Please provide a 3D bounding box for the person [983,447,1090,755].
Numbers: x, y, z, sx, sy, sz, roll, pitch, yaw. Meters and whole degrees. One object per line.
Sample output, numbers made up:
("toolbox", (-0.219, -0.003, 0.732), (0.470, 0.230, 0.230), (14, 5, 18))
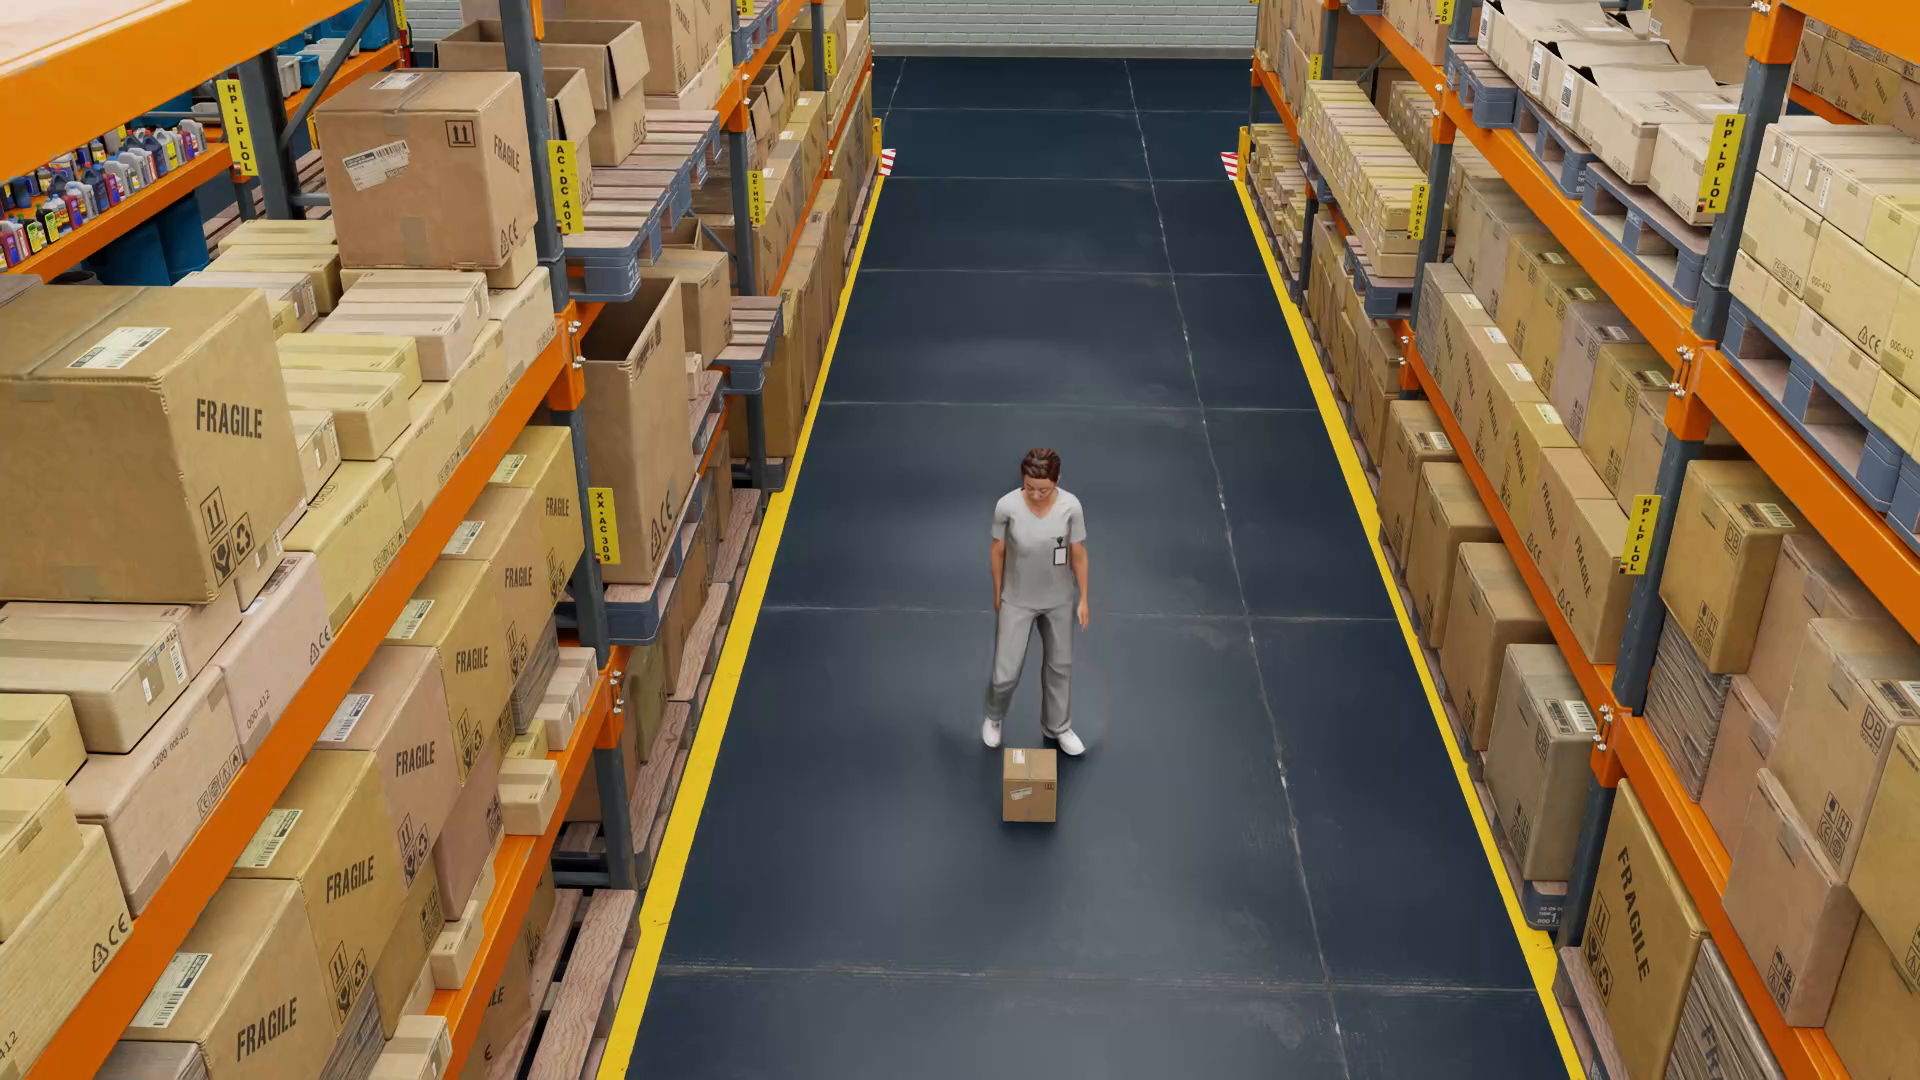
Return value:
("person", (0.362, 0.288, 8.037), (0.495, 1.668, 0.428), (-6, 29, -11))
